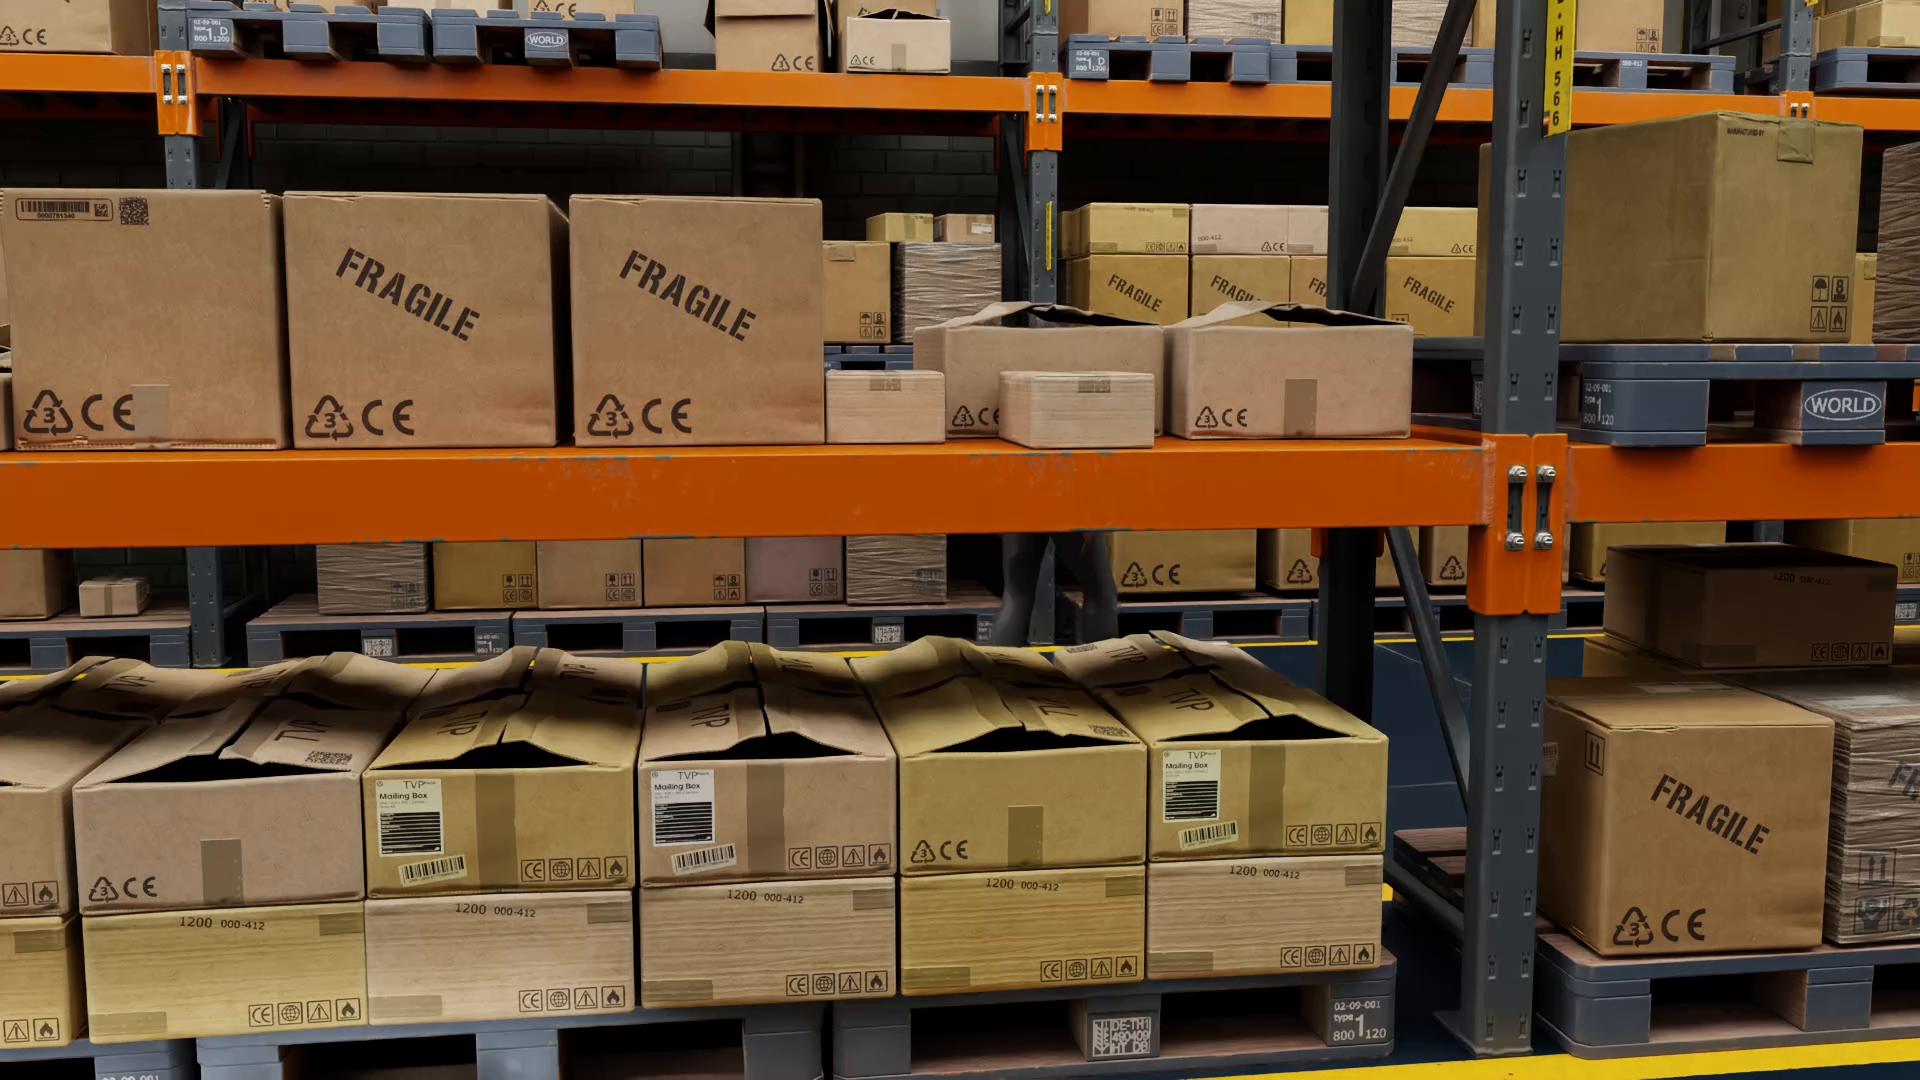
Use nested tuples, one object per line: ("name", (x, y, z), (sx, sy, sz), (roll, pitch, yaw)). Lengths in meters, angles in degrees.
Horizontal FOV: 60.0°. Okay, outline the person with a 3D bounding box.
("person", (0.410, -0.123, 6.812), (0.529, 1.645, 0.647), (4, 8, 33))
